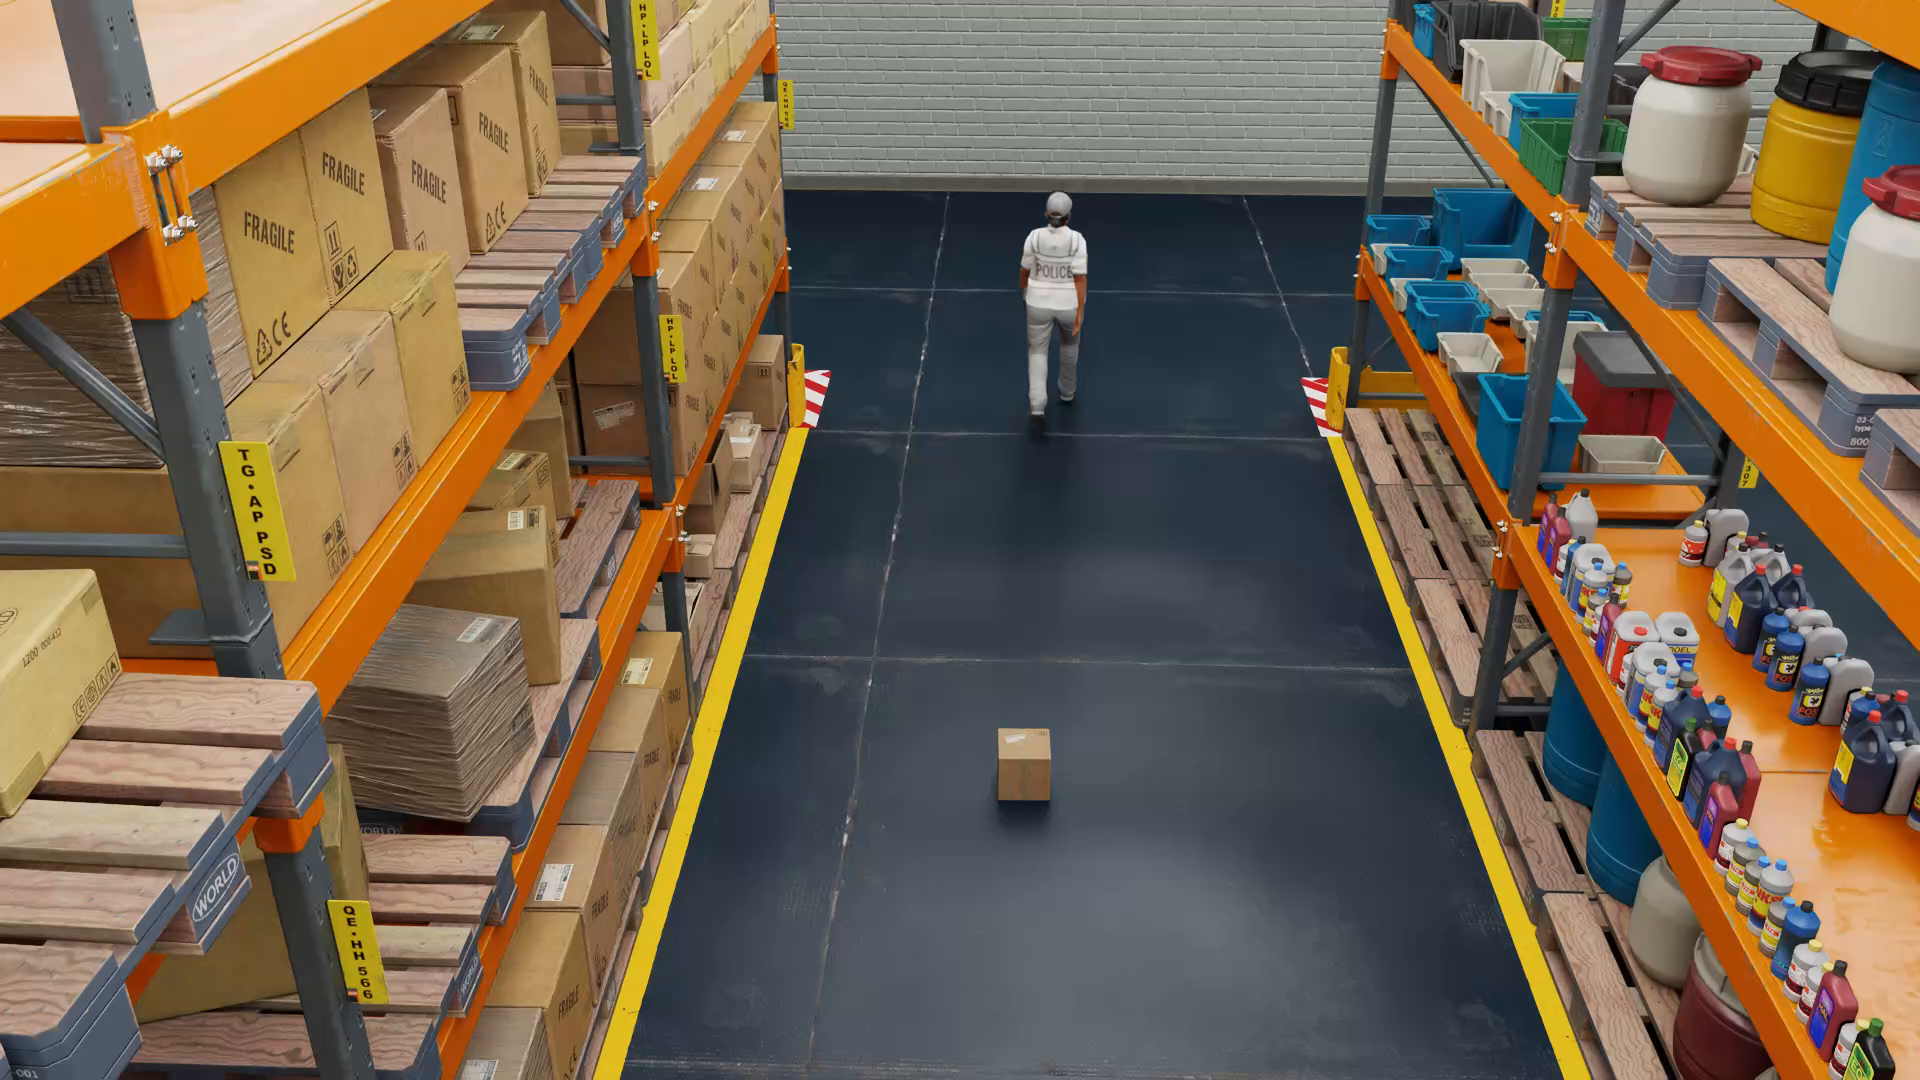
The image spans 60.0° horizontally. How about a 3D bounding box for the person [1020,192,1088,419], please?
[{"bbox_3d":[0.652,-1.658,11.708,0.477,1.619,0.942,2,28,5],"label":"person"}]
